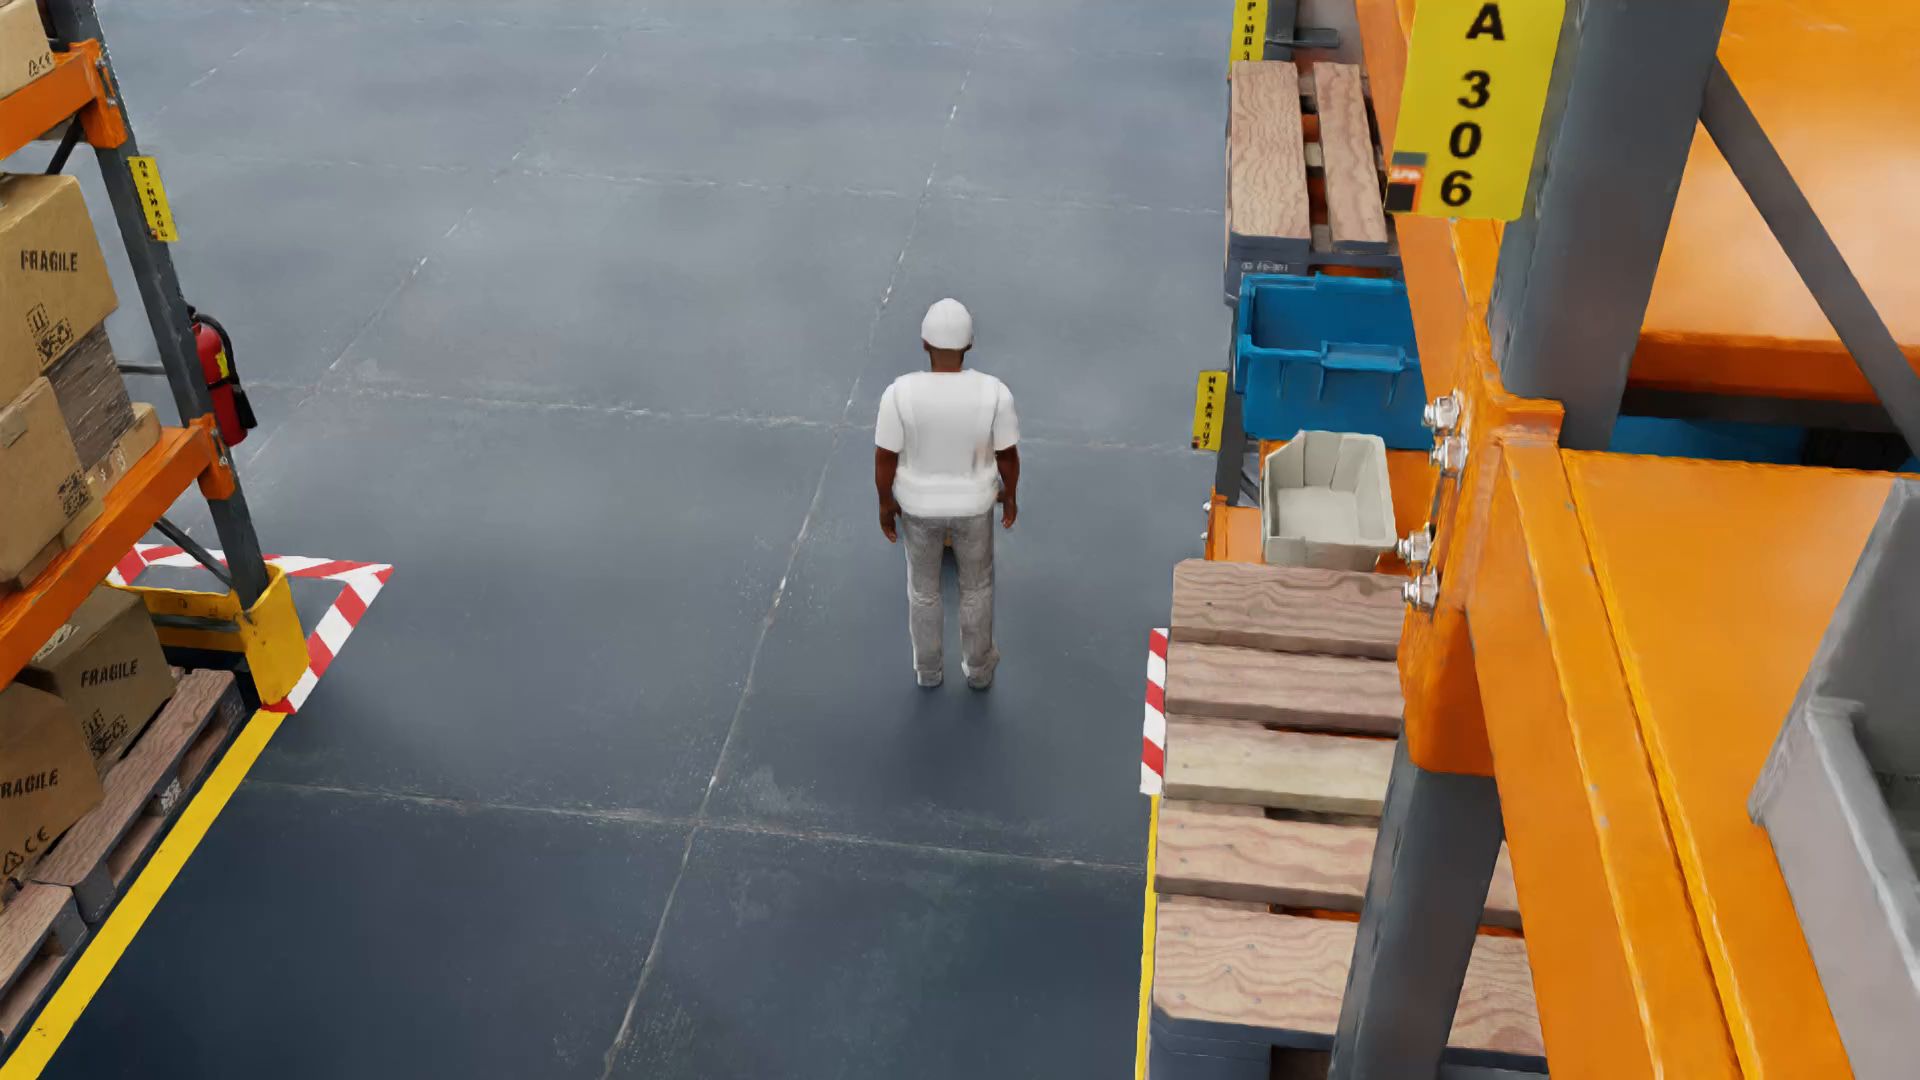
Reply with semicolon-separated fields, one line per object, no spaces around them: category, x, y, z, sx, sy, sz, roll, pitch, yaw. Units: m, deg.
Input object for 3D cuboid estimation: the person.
person;-0.052;-0.164;6.839;0.584;1.782;0.399;-1;36;-1
